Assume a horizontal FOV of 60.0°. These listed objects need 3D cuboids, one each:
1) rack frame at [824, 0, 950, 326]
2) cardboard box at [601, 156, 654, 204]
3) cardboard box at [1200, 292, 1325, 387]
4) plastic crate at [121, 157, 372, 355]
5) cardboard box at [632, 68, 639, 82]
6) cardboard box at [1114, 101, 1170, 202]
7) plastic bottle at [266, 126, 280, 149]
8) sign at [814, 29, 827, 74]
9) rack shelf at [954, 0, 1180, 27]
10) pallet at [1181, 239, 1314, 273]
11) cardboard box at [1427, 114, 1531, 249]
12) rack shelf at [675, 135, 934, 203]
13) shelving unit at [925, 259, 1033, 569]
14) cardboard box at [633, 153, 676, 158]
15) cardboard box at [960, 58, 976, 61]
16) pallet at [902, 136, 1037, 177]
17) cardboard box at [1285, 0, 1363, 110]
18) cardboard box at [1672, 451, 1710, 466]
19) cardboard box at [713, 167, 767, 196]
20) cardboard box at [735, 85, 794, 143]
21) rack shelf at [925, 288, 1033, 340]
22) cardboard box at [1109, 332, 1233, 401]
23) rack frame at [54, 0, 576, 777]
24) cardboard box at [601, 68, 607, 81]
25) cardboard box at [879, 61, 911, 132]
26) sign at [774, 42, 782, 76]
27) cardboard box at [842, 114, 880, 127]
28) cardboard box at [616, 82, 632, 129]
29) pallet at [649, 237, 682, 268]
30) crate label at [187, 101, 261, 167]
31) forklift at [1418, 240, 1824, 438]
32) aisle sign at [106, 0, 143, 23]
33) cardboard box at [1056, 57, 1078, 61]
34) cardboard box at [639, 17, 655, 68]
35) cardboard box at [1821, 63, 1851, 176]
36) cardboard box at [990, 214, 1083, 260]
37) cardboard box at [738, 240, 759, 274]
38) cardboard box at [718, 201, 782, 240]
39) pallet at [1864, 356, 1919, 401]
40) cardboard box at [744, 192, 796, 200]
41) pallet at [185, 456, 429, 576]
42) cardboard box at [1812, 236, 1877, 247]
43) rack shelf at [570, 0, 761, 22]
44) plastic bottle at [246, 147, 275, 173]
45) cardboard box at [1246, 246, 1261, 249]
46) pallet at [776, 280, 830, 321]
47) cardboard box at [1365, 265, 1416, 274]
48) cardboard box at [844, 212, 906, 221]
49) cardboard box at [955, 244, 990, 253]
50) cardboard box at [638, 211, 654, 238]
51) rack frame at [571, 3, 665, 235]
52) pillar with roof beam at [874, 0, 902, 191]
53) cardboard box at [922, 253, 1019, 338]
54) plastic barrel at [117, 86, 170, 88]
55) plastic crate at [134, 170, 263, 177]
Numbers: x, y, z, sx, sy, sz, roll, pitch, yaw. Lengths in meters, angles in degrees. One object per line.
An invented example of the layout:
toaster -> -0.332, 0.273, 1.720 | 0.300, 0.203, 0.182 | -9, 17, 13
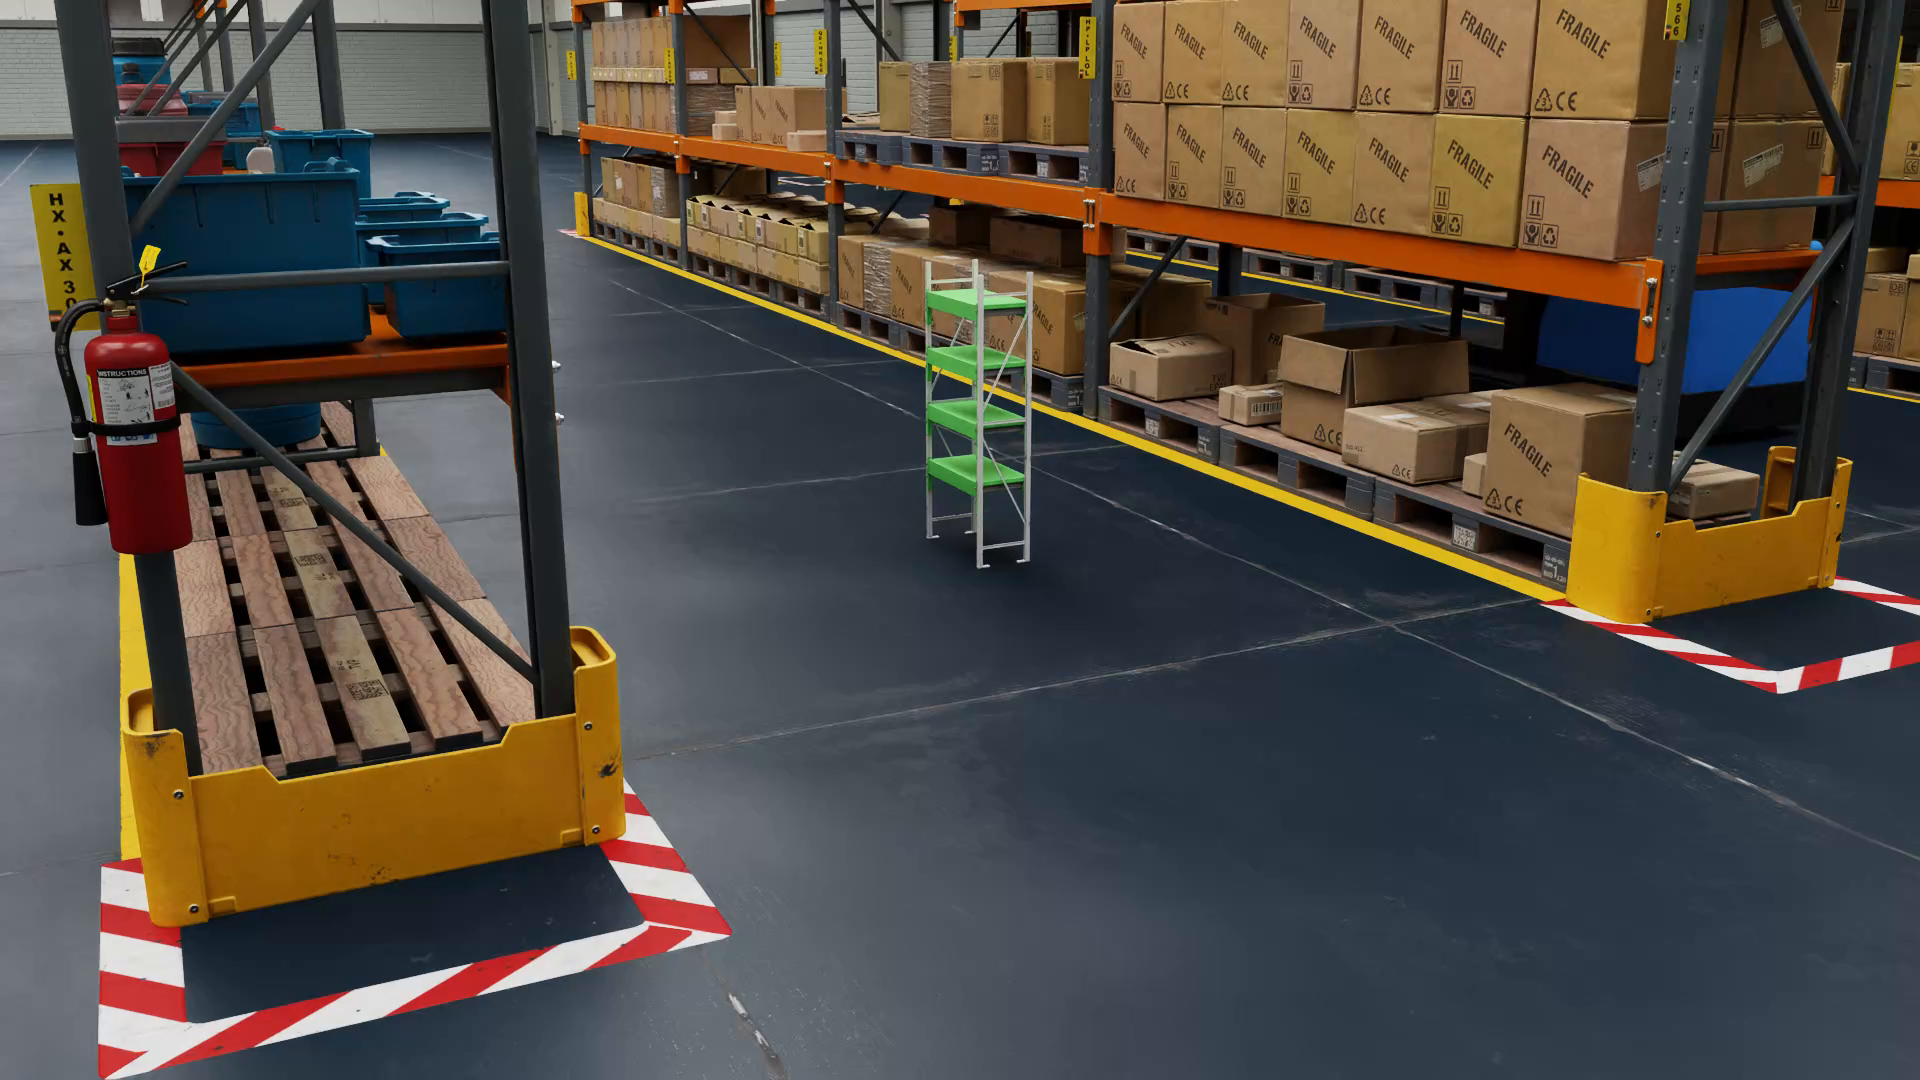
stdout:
rack frame -> -0.555, -3.201, 12.969 | 1.000, 3.000, 0.127 | -8, 18, -25
cardboard box -> -3.804, -4.142, 19.111 | 0.500, 0.500, 0.500 | -8, 18, -25
cardboard box -> 1.702, -1.113, 9.424 | 0.500, 0.500, 0.500 | -8, 18, -25
plastic crate -> -1.820, -0.726, 4.171 | 0.616, 0.435, 0.499 | -8, 18, -25
cardboard box -> -3.293, -4.975, 17.793 | 0.380, 0.149, 0.250 | -7, 17, -23
cardboard box -> 1.175, -2.098, 8.944 | 0.500, 0.500, 0.500 | -7, 17, -23
plastic bottle -> -3.916, -2.203, 9.581 | 0.144, 0.351, 0.185 | -8, 18, -25
sign -> -1.053, -3.690, 12.573 | 0.100, 0.325, 0.005 | -8, 18, -25
rack shelf -> 1.267, -6.385, 19.928 | 1.077, 0.370, 4.000 | -8, 18, -25
pallet -> 3.024, -2.957, 17.171 | 1.003, 0.211, 1.213 | -8, 18, -25
cardboard box -> 2.278, -1.472, 6.762 | 0.500, 0.500, 0.500 | -7, 18, -24
rack shelf -> -1.432, -3.352, 14.796 | 1.077, 0.370, 4.000 | -8, 18, -25
shelving unit -> 0.073, -0.536, 6.942 | 0.258, 1.200, 0.503 | -8, 18, -25
cardboard box -> -3.558, -4.329, 19.761 | 0.500, 0.500, 0.500 | -8, 18, -25
cardboard box -> 0.330, -5.928, 21.346 | 0.500, 0.500, 0.500 | -8, 18, -25
pallet -> 0.301, -2.628, 11.317 | 1.003, 0.211, 1.213 | -8, 18, -25
cardboard box -> 1.829, -2.204, 7.499 | 0.500, 0.500, 0.500 | -7, 17, -23
cardboard box -> 2.965, -0.275, 7.109 | 0.380, 0.166, 0.250 | -8, 18, -25
cardboard box -> -2.230, -3.587, 17.176 | 0.500, 0.500, 0.500 | -8, 18, -25
cardboard box -> -1.755, -3.918, 15.286 | 0.500, 0.500, 0.500 | -6, 17, -21
rack shelf -> 0.072, -0.936, 6.827 | 0.258, 0.148, 0.480 | -8, 18, -25
cardboard box -> 1.186, -0.998, 9.369 | 0.500, 0.311, 0.500 | -8, 18, -25
rack frame -> -1.505, -0.620, 3.974 | 1.000, 3.000, 0.127 | -8, 18, -25
cardboard box -> -3.856, -5.295, 18.905 | 0.380, 0.149, 0.250 | -8, 18, -25
cardboard box -> -0.178, -3.309, 12.400 | 0.500, 0.500, 0.700 | 15, 22, 42
sign -> -1.824, -4.780, 16.513 | 0.100, 0.325, 0.005 | -8, 18, -25
cardboard box -> -0.676, -3.254, 13.314 | 0.500, 0.311, 0.500 | -6, 17, -21
cardboard box -> -3.420, -4.862, 18.576 | 0.700, 0.500, 0.500 | -8, 18, -25
pallet -> -2.619, -3.055, 17.514 | 1.003, 0.211, 1.213 | -8, 18, -25
crate label -> -5.202, -2.900, 11.854 | 0.502, 0.435, 0.616 | -8, 18, -25
forklift -> 3.633, -2.312, 9.993 | 1.130, 2.935, 3.031 | -7, 18, -24
aisle sign -> -8.809, -5.820, 17.379 | 0.394, 0.787, 0.004 | -8, 18, -25
cardboard box -> 1.435, -5.294, 19.136 | 0.500, 0.500, 0.500 | -8, 18, -25
cardboard box -> -2.949, -5.224, 17.482 | 0.700, 0.500, 0.500 | -8, 18, -25
cardboard box -> 5.871, -2.817, 11.085 | 0.980, 0.700, 0.700 | -7, 18, -24
cardboard box -> 0.546, -2.102, 11.511 | 0.500, 0.250, 0.500 | -8, 18, -26
cardboard box -> -1.680, -2.562, 14.965 | 0.500, 0.250, 0.500 | -7, 18, -24
cardboard box -> -1.908, -2.958, 15.326 | 0.500, 0.311, 0.500 | -8, 18, -27
pallet -> 6.449, -0.968, 10.241 | 1.003, 0.211, 1.213 | -8, 18, -25
cardboard box -> -1.873, -3.277, 16.440 | 0.500, 0.311, 0.500 | -8, 18, -25
pallet -> -2.900, -0.094, 7.196 | 1.003, 0.211, 1.213 | -8, 18, -25
cardboard box -> 5.999, -1.983, 11.319 | 0.380, 0.149, 0.250 | -8, 18, -25
rack shelf -> -3.184, -5.785, 17.839 | 1.077, 0.370, 4.000 | -8, 18, -25
plastic bottle -> -3.660, -1.924, 8.743 | 0.152, 0.276, 0.135 | -8, 18, -25
cardboard box -> 3.169, -3.245, 16.854 | 0.700, 0.500, 0.500 | -8, 18, -25
pallet -> -0.881, -2.070, 14.081 | 1.003, 0.211, 1.213 | -8, 18, -25
cardboard box -> 4.100, -2.771, 14.606 | 0.750, 0.750, 0.750 | -8, 18, -26
cardboard box -> -0.759, -2.646, 14.239 | 0.500, 0.311, 0.500 | -8, 18, -26
cardboard box -> 0.292, -1.880, 12.096 | 0.500, 0.500, 0.500 | -8, 18, -27
cardboard box -> -3.150, -3.409, 17.917 | 0.500, 0.250, 0.500 | -8, 18, -25
rack frame -> -4.060, -5.185, 19.881 | 1.000, 3.000, 0.127 | -8, 18, -25
pillar with roof beam -> -5.023, -9.567, 24.274 | 9.100, 9.000, 0.400 | -8, 18, -25
cardboard box -> 0.070, -1.681, 11.405 | 0.500, 0.500, 0.500 | -8, 18, -27
plastic barrel -> -6.029, -3.108, 12.397 | 0.433, 0.535, 0.433 | 0, 16, 0
plastic crate -> -2.754, -1.183, 6.041 | 0.437, 0.282, 0.530 | -8, 18, -25
